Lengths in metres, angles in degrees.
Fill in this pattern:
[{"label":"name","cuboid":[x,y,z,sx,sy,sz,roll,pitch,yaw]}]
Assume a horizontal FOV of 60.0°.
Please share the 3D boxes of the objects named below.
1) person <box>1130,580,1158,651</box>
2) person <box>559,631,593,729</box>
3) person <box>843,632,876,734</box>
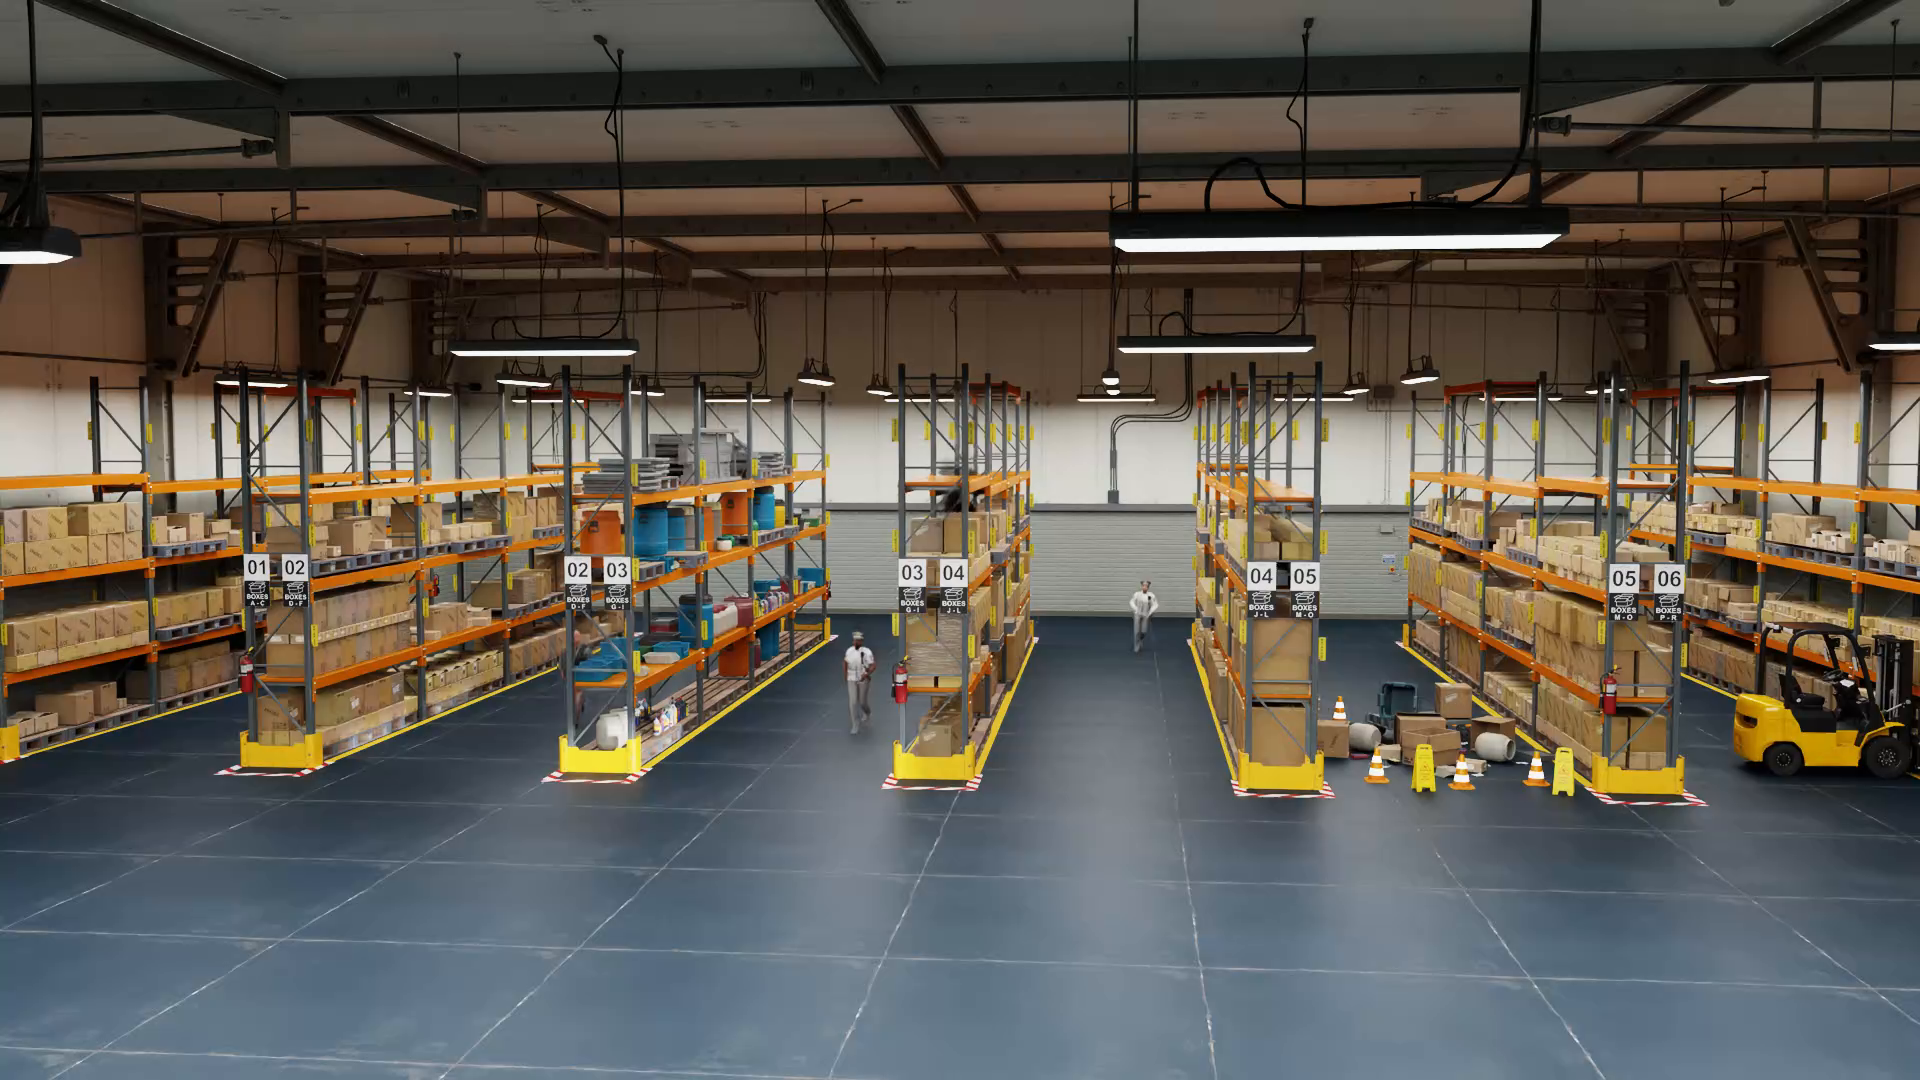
[{"label":"person","cuboid":[4.213,1.737,38.226,0.638,1.652,0.580,1,4,11]},{"label":"person","cuboid":[-6.527,2.373,28.245,0.693,1.678,0.681,1,4,12]},{"label":"person","cuboid":[-1.706,2.373,27.980,0.587,1.684,0.780,1,4,9]}]
